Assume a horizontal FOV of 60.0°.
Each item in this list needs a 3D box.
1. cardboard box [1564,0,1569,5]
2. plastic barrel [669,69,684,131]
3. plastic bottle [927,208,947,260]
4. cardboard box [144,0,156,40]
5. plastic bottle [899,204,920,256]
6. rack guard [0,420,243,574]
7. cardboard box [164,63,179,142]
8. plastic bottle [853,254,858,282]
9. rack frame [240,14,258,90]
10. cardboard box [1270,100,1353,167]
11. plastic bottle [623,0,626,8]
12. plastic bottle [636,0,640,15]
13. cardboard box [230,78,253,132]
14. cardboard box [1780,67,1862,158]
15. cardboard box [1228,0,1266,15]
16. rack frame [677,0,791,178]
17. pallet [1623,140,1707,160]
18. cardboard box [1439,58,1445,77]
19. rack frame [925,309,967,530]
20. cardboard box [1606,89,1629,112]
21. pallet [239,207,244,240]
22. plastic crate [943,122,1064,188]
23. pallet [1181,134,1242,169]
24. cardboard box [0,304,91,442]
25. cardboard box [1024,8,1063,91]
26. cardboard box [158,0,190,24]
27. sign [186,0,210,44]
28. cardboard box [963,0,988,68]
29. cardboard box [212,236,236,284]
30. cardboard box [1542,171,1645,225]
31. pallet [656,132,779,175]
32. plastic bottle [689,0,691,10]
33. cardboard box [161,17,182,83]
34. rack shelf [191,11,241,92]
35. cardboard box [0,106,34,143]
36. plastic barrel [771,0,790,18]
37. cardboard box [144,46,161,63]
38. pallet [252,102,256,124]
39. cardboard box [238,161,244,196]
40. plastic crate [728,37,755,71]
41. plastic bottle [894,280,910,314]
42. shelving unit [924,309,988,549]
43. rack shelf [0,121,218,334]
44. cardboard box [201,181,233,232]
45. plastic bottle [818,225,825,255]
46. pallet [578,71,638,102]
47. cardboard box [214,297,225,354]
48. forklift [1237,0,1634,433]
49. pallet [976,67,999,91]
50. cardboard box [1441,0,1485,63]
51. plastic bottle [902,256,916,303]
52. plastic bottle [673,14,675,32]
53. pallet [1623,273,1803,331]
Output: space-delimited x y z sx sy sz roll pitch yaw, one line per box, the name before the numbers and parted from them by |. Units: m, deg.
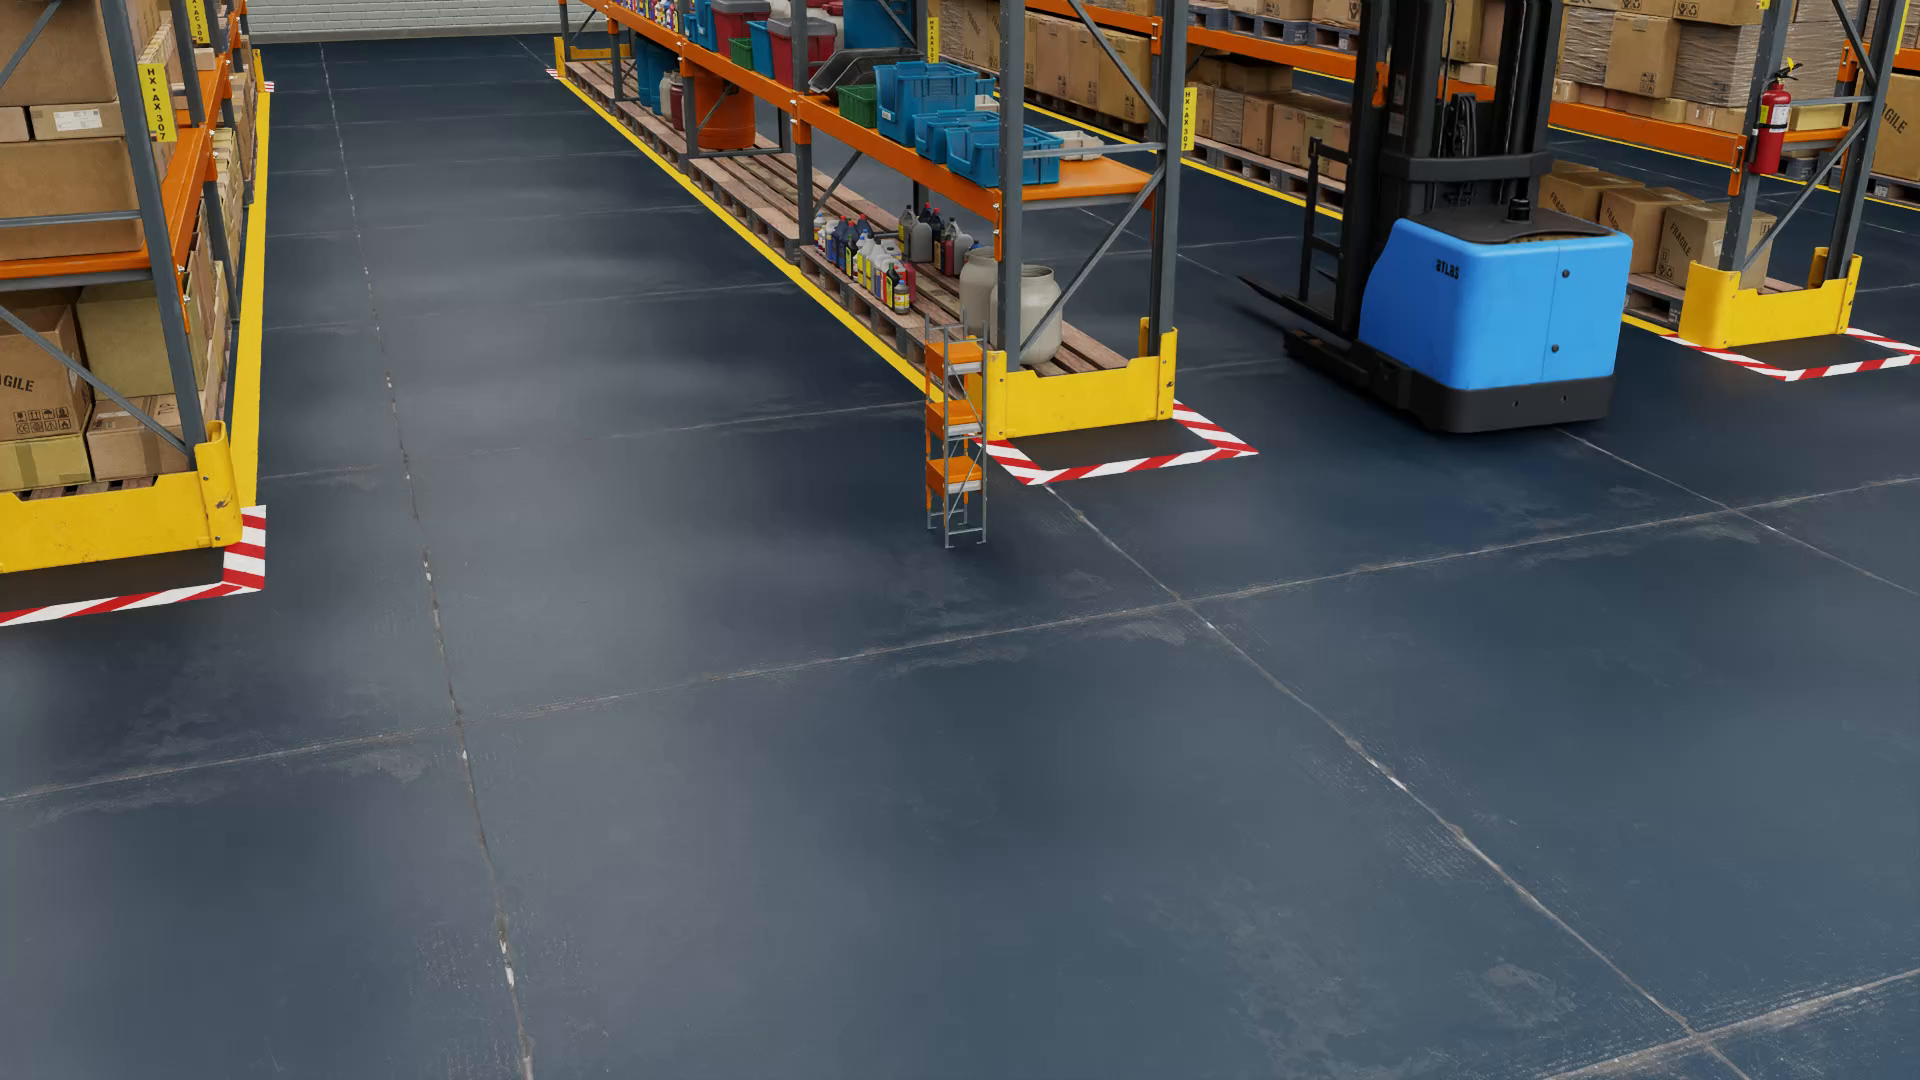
cardboard box | 4.371 -4.069 11.744 0.500 0.500 0.500 -8 24 -19
plastic barrel | -2.726 -4.609 17.387 0.600 0.588 0.708 -8 24 -19
plastic bottle | -0.160 -2.206 11.965 0.144 0.351 0.185 -10 25 -22
cardboard box | -5.018 -3.109 9.466 0.700 0.500 0.500 -8 24 -19
plastic bottle | -0.363 -2.255 12.083 0.144 0.351 0.185 -8 24 -19
rack guard | -3.939 -0.195 7.570 1.175 0.500 0.348 -8 24 -19
cardboard box | -5.198 -2.695 10.153 0.700 0.500 0.500 -9 24 -20
plastic bottle | -0.683 -1.876 11.375 0.097 0.201 0.097 0 23 0
rack frame | -9.599 -7.170 20.898 1.000 3.000 0.127 -8 24 -19
cardboard box | 3.363 -3.823 15.611 0.700 0.500 0.500 -11 25 -24
plastic bottle | -3.615 -5.984 18.245 0.152 0.276 0.135 -8 24 -19
plastic bottle | -3.335 -5.696 17.562 0.152 0.276 0.135 -8 24 -19
cardboard box | -7.577 -4.446 17.089 0.500 0.500 0.500 -8 24 -19
cardboard box | 8.281 -4.181 16.164 1.050 0.750 0.750 -8 24 -19
cardboard box | 2.873 -5.104 15.651 0.500 0.250 0.500 -9 24 -20
rack frame | -2.138 -4.941 15.611 1.000 3.000 0.127 -8 24 -19
pallet | 7.807 -4.240 17.538 1.003 0.211 1.213 -8 24 -19
cardboard box | 3.894 -3.752 13.114 0.380 0.149 0.250 -8 24 -19
rack frame | -0.062 -0.548 7.697 0.200 1.050 0.008 -8 24 -19
cardboard box | 4.680 -3.037 11.418 0.380 0.149 0.250 -8 24 -19
pallet | -6.519 -2.673 13.821 1.003 0.211 1.213 -8 24 -19
plastic crate | 0.231 -2.107 9.077 0.499 0.251 0.616 -8 24 -19
pallet | 2.770 -4.051 17.091 1.003 0.211 1.213 -8 24 -19
cardboard box | -4.415 -0.782 7.777 0.500 0.500 0.500 -8 24 -19
cardboard box | 1.327 -6.059 20.457 1.225 0.875 0.875 -8 24 -19
cardboard box | -7.101 -4.716 14.407 0.700 0.500 0.500 -18 29 -36
sign | -4.842 -3.321 10.552 0.100 0.325 0.005 -8 24 -19
cardboard box | 0.606 -6.866 22.374 0.875 0.875 0.875 -8 24 -19
cardboard box | -5.271 -1.916 11.434 0.500 0.250 0.500 -9 24 -20
cardboard box | 4.670 -2.427 12.324 0.500 0.500 0.500 -6 24 -14
pallet | -2.456 -3.937 16.819 1.003 0.211 1.213 -8 24 -19
plastic bottle | -2.912 -5.896 18.043 0.097 0.271 0.097 0 23 0
cardboard box | -5.979 -3.510 12.087 0.500 0.500 0.500 -8 24 -19
rack shelf | -7.480 -4.658 15.866 1.077 0.370 4.000 -8 24 -19
cardboard box | -4.260 -1.814 7.227 0.380 0.149 0.250 -9 24 -20
plastic barrel | -1.426 -4.495 14.409 0.421 0.512 0.421 0 23 0
cardboard box | -4.617 -2.623 9.148 0.380 0.149 0.250 -8 24 -17
pallet | -8.428 -4.681 18.584 1.003 0.211 1.213 -8 24 -19
cardboard box | -6.359 -3.032 14.080 0.500 0.250 0.500 -8 24 -18
plastic crate | -1.604 -3.984 13.613 0.450 0.188 0.662 -8 24 -19
plastic bottle | -0.371 -1.555 10.613 0.097 0.201 0.097 0 23 0
shelving unit | -0.019 -0.503 7.592 0.215 1.050 0.252 -8 24 -19
rack shelf | -4.654 -1.751 8.969 1.077 0.370 4.000 -8 24 -19
cardboard box | -5.445 -2.361 11.768 0.500 0.311 0.500 -9 24 -20
plastic bottle | -0.987 -2.188 12.116 0.097 0.201 0.097 0 23 0
pallet | -4.282 -5.815 21.276 1.003 0.211 1.213 -8 24 -19
cardboard box | -4.634 -1.235 9.817 0.500 0.250 0.500 -8 24 -19
forklift | 2.687 -2.467 9.830 1.130 2.935 3.031 -7 24 -16
pallet | 0.887 -6.076 21.894 1.003 0.211 1.213 -8 24 -19
cardboard box | 4.153 -3.992 12.847 0.875 0.500 0.500 -8 24 -19
plastic bottle | -0.335 -1.703 10.858 0.061 0.283 0.133 -8 24 -19
plastic bottle | -2.704 -4.982 15.965 0.097 0.201 0.097 0 23 0
pallet | 5.041 -1.756 11.646 1.003 0.211 1.213 -8 24 -19
